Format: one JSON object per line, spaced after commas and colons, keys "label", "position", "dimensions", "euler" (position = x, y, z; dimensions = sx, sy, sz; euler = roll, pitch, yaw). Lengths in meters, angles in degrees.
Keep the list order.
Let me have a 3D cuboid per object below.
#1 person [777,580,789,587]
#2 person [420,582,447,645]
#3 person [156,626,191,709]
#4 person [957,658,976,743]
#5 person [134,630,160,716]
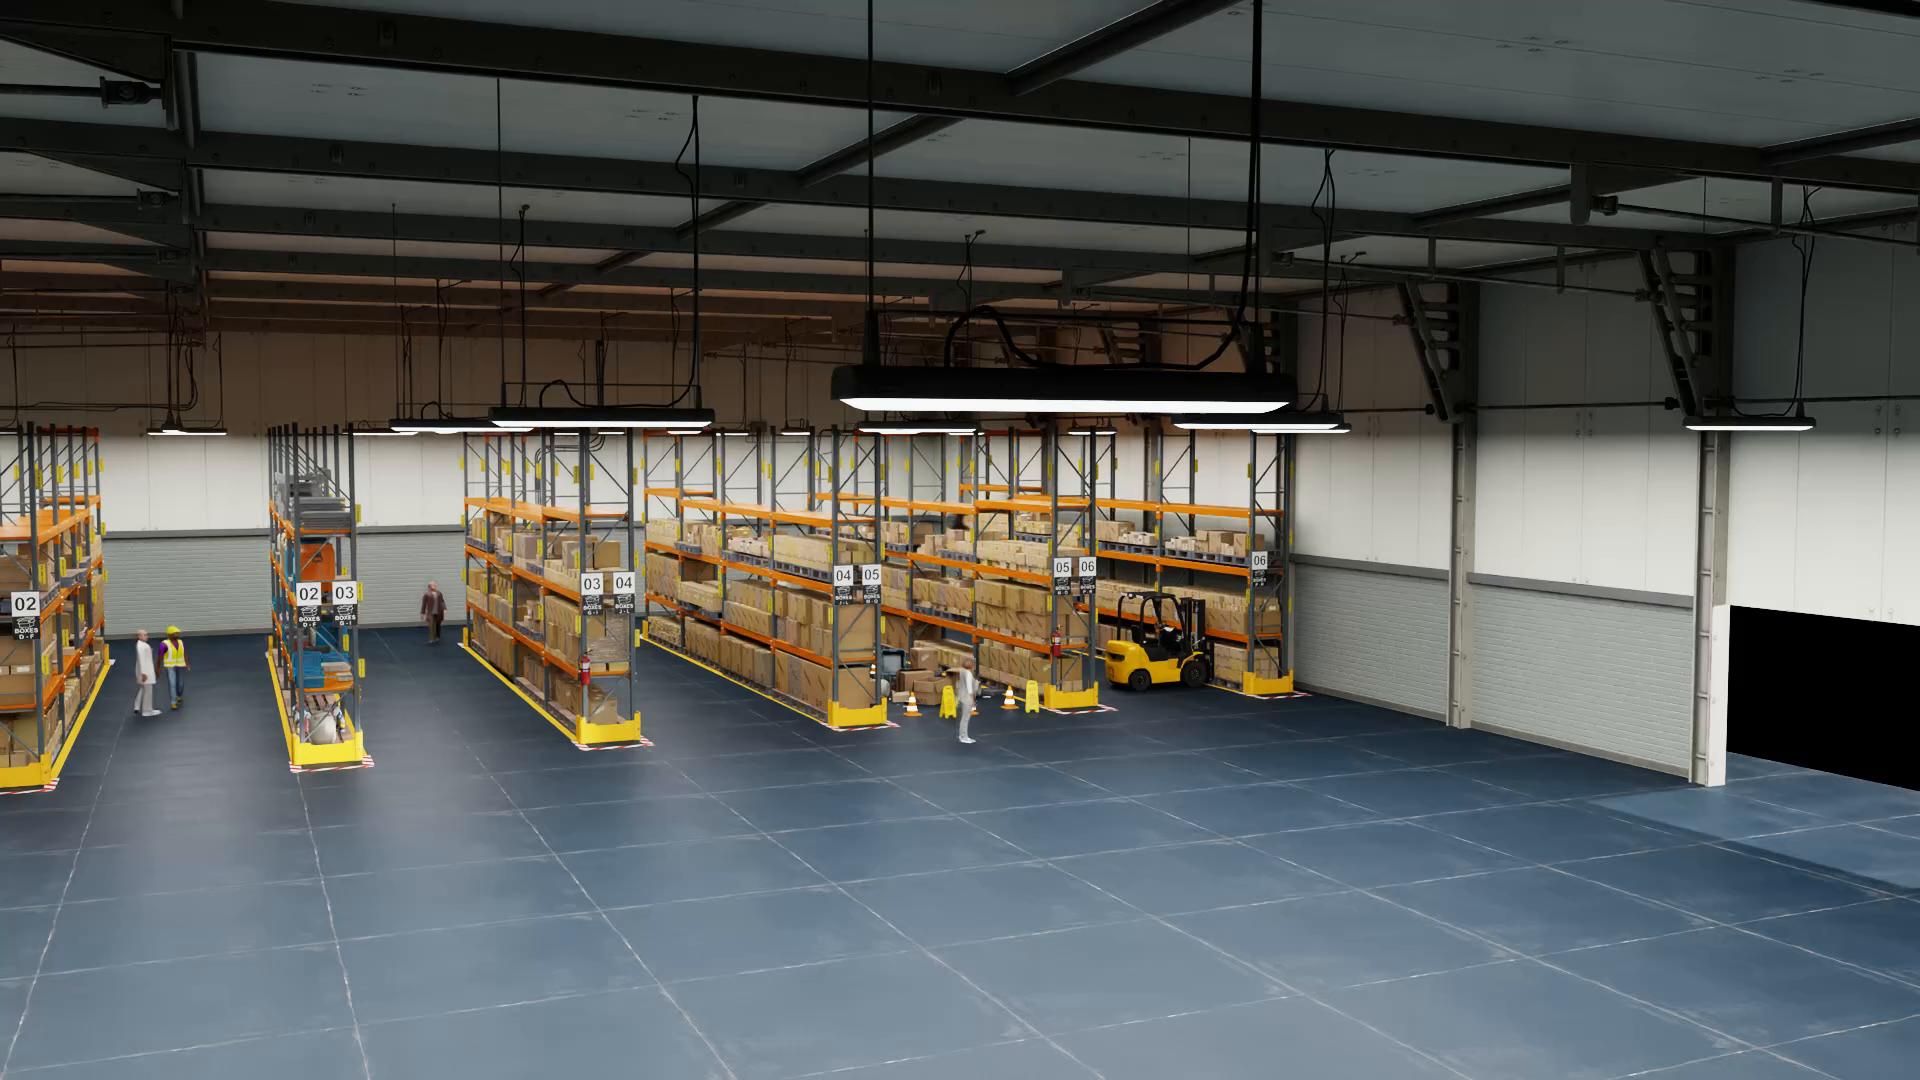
{"label": "person", "position": [-5.369, 1.785, 50.681], "dimensions": [0.454, 1.659, 0.583], "euler": [2, 4, 32]}
{"label": "person", "position": [-14.633, 2.024, 46.237], "dimensions": [0.713, 1.734, 1.078], "euler": [-1, 4, -23]}
{"label": "person", "position": [-16.730, 2.701, 35.358], "dimensions": [0.691, 1.732, 0.975], "euler": [-2, 4, -34]}
{"label": "person", "position": [0.123, 3.042, 31.323], "dimensions": [0.331, 1.656, 0.503], "euler": [-1, 4, -19]}
{"label": "person", "position": [-16.795, 2.729, 34.312], "dimensions": [0.591, 1.780, 0.497], "euler": [3, 4, 39]}
